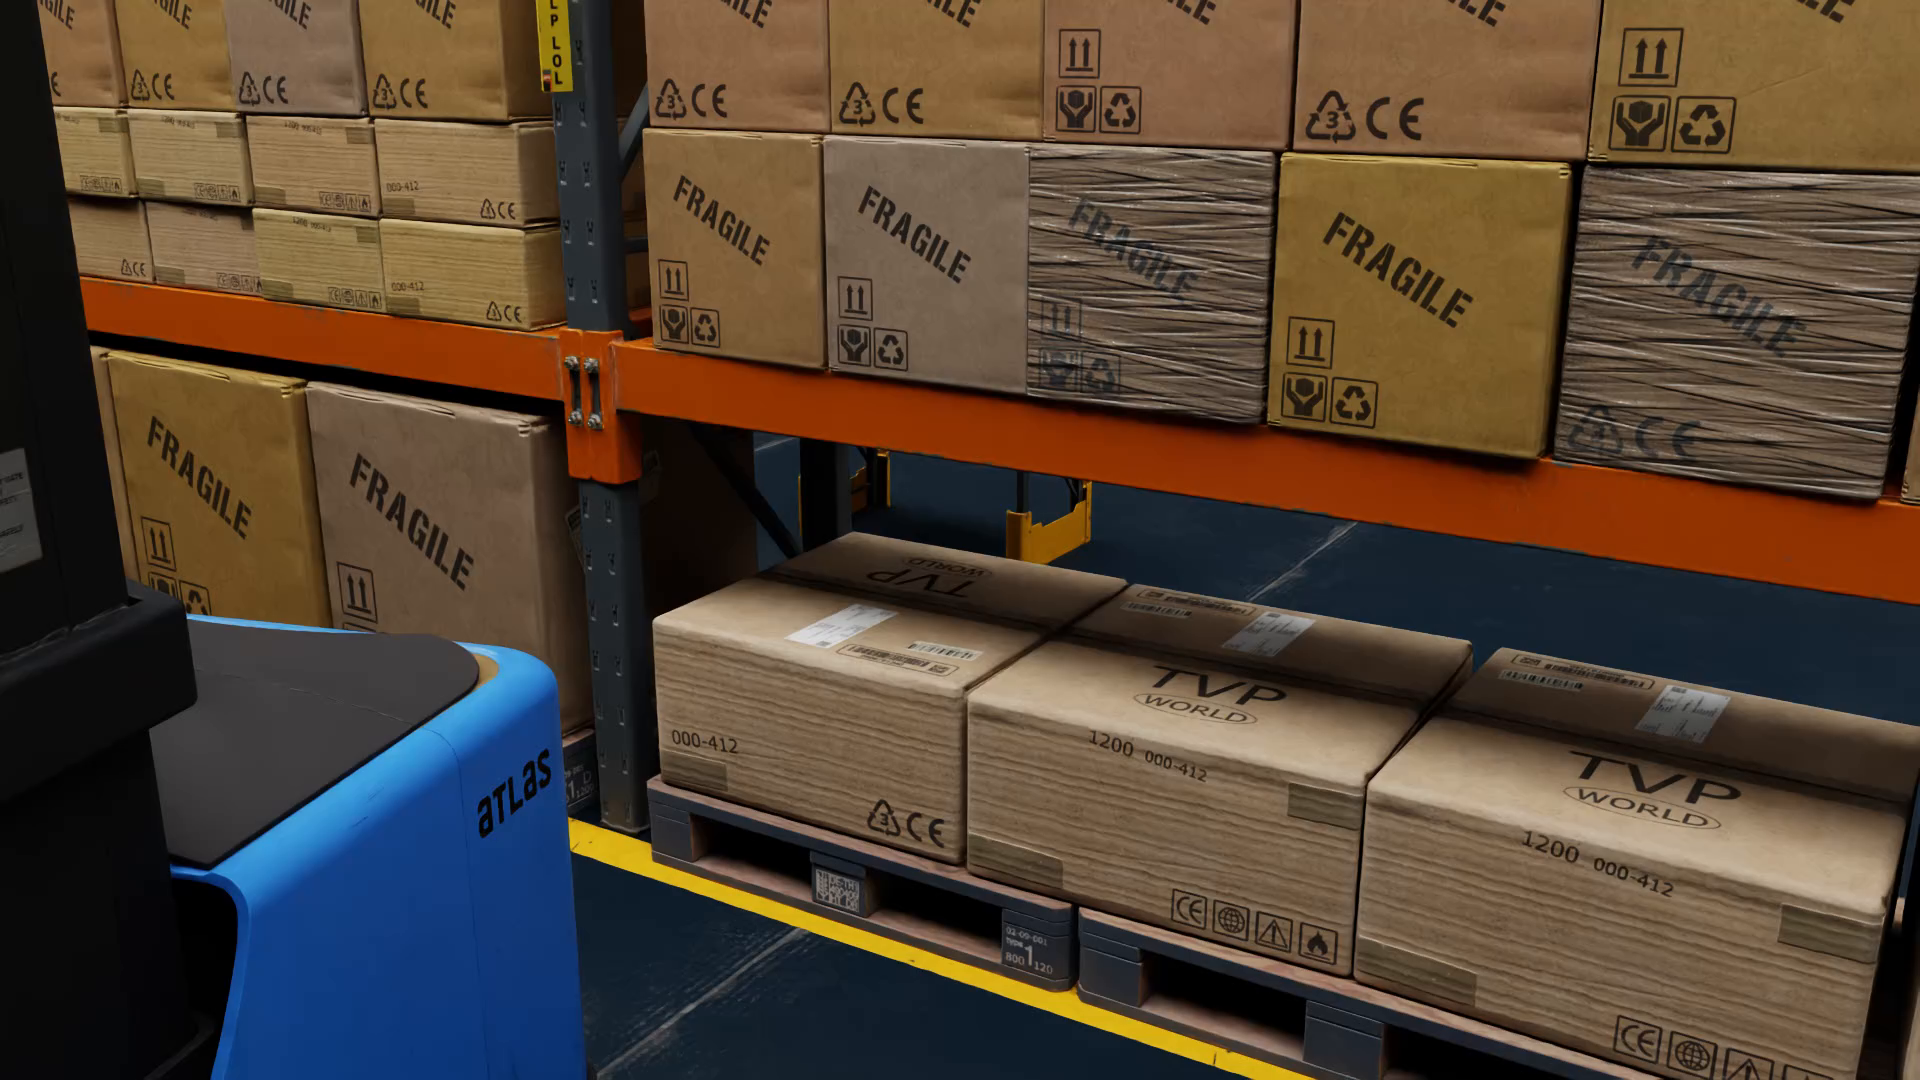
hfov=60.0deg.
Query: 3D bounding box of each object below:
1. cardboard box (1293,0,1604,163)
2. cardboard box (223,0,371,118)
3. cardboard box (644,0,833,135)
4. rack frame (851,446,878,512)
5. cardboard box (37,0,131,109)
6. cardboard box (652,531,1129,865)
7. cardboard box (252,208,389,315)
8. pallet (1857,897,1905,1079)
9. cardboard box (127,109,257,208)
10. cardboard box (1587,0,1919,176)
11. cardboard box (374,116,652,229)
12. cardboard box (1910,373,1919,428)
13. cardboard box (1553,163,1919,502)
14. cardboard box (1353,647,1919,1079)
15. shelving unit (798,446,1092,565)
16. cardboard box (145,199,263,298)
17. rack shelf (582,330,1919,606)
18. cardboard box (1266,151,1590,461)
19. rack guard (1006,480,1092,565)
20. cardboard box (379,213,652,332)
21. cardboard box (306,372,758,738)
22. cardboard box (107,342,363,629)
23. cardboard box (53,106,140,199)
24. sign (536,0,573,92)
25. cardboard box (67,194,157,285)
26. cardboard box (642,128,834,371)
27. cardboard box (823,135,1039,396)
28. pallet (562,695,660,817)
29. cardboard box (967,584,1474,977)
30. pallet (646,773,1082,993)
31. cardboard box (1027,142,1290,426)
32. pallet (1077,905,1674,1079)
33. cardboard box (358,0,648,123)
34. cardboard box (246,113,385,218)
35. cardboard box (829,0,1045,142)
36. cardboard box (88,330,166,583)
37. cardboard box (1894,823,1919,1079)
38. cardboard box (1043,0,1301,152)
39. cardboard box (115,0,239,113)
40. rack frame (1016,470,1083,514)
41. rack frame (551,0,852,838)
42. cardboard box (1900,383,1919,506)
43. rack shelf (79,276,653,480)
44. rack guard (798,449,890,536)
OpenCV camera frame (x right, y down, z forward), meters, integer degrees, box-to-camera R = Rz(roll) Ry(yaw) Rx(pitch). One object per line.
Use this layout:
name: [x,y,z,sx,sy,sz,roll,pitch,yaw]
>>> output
cardboard box: [0.931,-0.951,2.957,0.500,0.500,0.500,10,20,30]
cardboard box: [-1.591,-1.402,4.443,0.500,0.500,0.500,11,20,31]
cardboard box: [-0.355,-1.187,3.735,0.500,0.500,0.500,10,20,30]
rack frame: [-0.506,-0.808,6.960,0.032,1.500,0.500,10,20,30]
cardboard box: [-2.462,-1.559,4.960,0.500,0.500,0.500,10,20,31]
cardboard box: [-0.156,0.354,4.241,0.875,0.438,0.875,10,19,29]
cardboard box: [-1.582,-0.805,4.628,0.500,0.250,0.500,10,19,29]
pallet: [2.052,1.047,3.070,1.213,0.211,1.003,10,20,30]
cardboard box: [-2.012,-1.119,4.802,0.500,0.250,0.500,11,20,31]
cardboard box: [1.358,-0.874,2.704,0.500,0.500,0.500,10,20,30]
cardboard box: [-1.137,-0.967,4.303,0.500,0.250,0.500,10,20,30]
cardboard box: [1.646,-0.528,3.288,0.500,0.500,0.500,10,20,30]
cardboard box: [1.361,-0.396,2.853,0.500,0.500,0.500,11,20,32]
cardboard box: [1.375,0.628,3.340,0.875,0.438,0.875,11,20,32]
shelving unit: [-0.065,-0.729,6.701,1.083,1.500,0.587,10,20,30]
cardboard box: [-2.002,-0.886,4.896,0.500,0.250,0.500,10,19,29]
rack shelf: [1.070,-0.145,3.434,4.000,0.370,1.077,10,20,30]
cardboard box: [0.915,-0.472,3.101,0.500,0.500,0.500,11,20,32]
rack guard: [0.359,-0.055,6.634,0.087,0.250,0.587,10,20,30]
cardboard box: [-1.149,-0.727,4.372,0.500,0.250,0.500,10,19,29]
cardboard box: [-1.205,-0.052,4.824,0.875,0.875,0.875,11,20,32]
cardboard box: [-1.978,-0.187,5.270,0.875,0.875,0.875,11,20,32]
cardboard box: [-2.457,-1.193,5.044,0.500,0.250,0.500,11,20,31]
sign: [-0.910,-1.173,3.727,0.005,0.325,0.100,10,20,30]
cardboard box: [-2.444,-0.964,5.151,0.500,0.250,0.500,10,20,30]
cardboard box: [-0.372,-0.705,3.868,0.500,0.500,0.500,11,20,32]
cardboard box: [0.055,-0.627,3.613,0.500,0.500,0.500,10,20,30]
pallet: [-1.331,0.442,5.061,1.213,0.211,1.003,10,20,30]
cardboard box: [0.608,0.490,3.793,0.875,0.438,0.875,9,19,28]
pallet: [-0.027,0.676,4.292,1.213,0.211,1.003,10,20,30]
cardboard box: [0.476,-0.550,3.359,0.500,0.500,0.500,10,20,30]
pallet: [1.016,0.862,3.682,1.213,0.211,1.003,10,20,30]
cardboard box: [-1.146,-1.325,4.190,0.500,0.500,0.500,11,20,32]
cardboard box: [-1.567,-1.042,4.547,0.500,0.250,0.500,11,20,31]
cardboard box: [0.072,-1.109,3.477,0.500,0.500,0.500,10,19,29]
cardboard box: [-2.740,-0.323,5.718,0.875,0.875,0.875,10,20,31]
cardboard box: [2.159,0.765,2.889,0.875,0.438,0.875,9,19,28]
cardboard box: [0.502,-1.028,3.212,0.500,0.500,0.500,11,20,31]
cardboard box: [-2.013,-1.484,4.713,0.500,0.500,0.500,11,20,32]
rack frame: [0.360,-0.653,6.451,0.032,1.500,0.500,10,20,30]
rack frame: [-0.634,-0.793,4.331,0.127,3.000,1.000,10,20,30]
cardboard box: [1.805,-0.320,2.603,0.500,0.500,0.500,10,19,29]
rack shelf: [-2.339,-0.753,5.437,4.000,0.370,1.077,10,20,30]
rack guard: [-0.489,-0.207,7.132,0.087,0.250,0.587,10,20,30]
